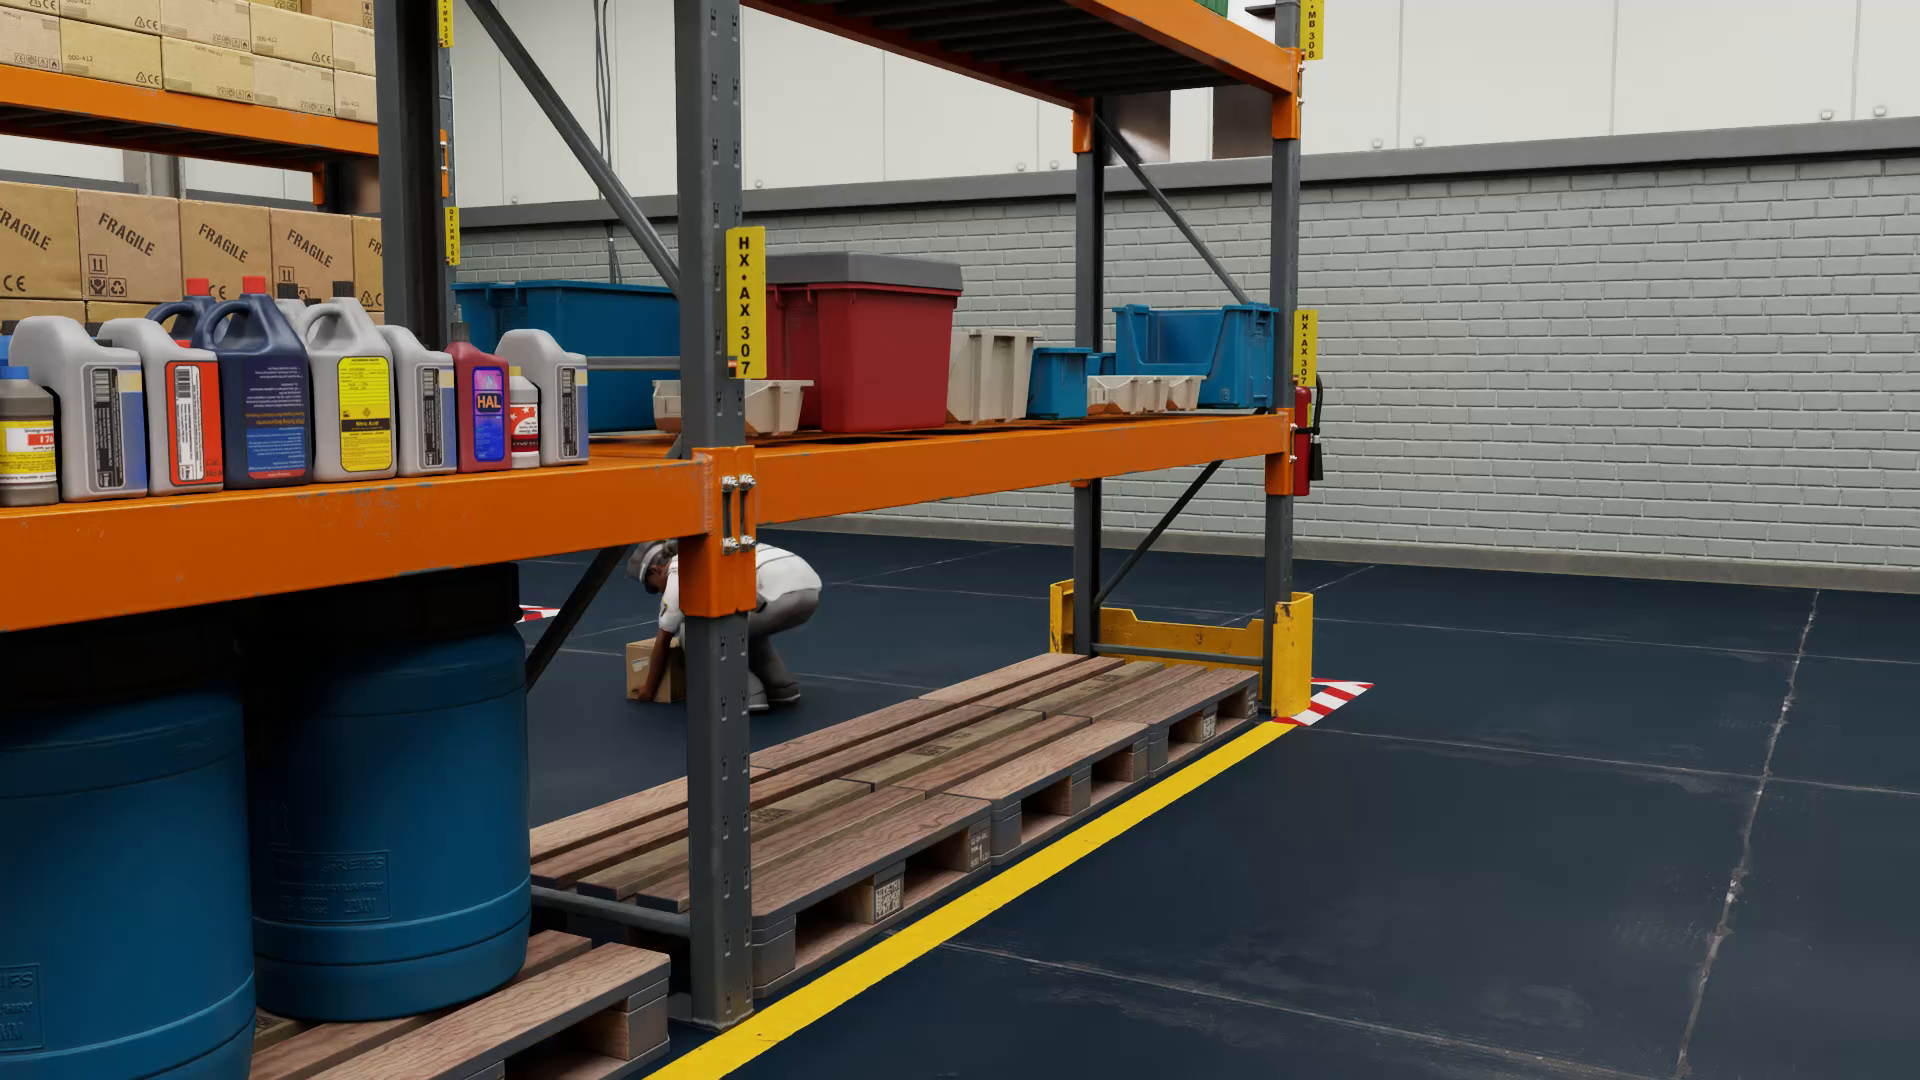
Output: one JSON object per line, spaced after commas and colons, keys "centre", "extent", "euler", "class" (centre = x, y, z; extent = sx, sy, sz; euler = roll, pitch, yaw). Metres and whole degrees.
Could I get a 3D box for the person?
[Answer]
{"centre": [-1.065, 0.370, 7.436], "extent": [0.926, 0.763, 0.457], "euler": [3, 7, 27], "class": "person"}
